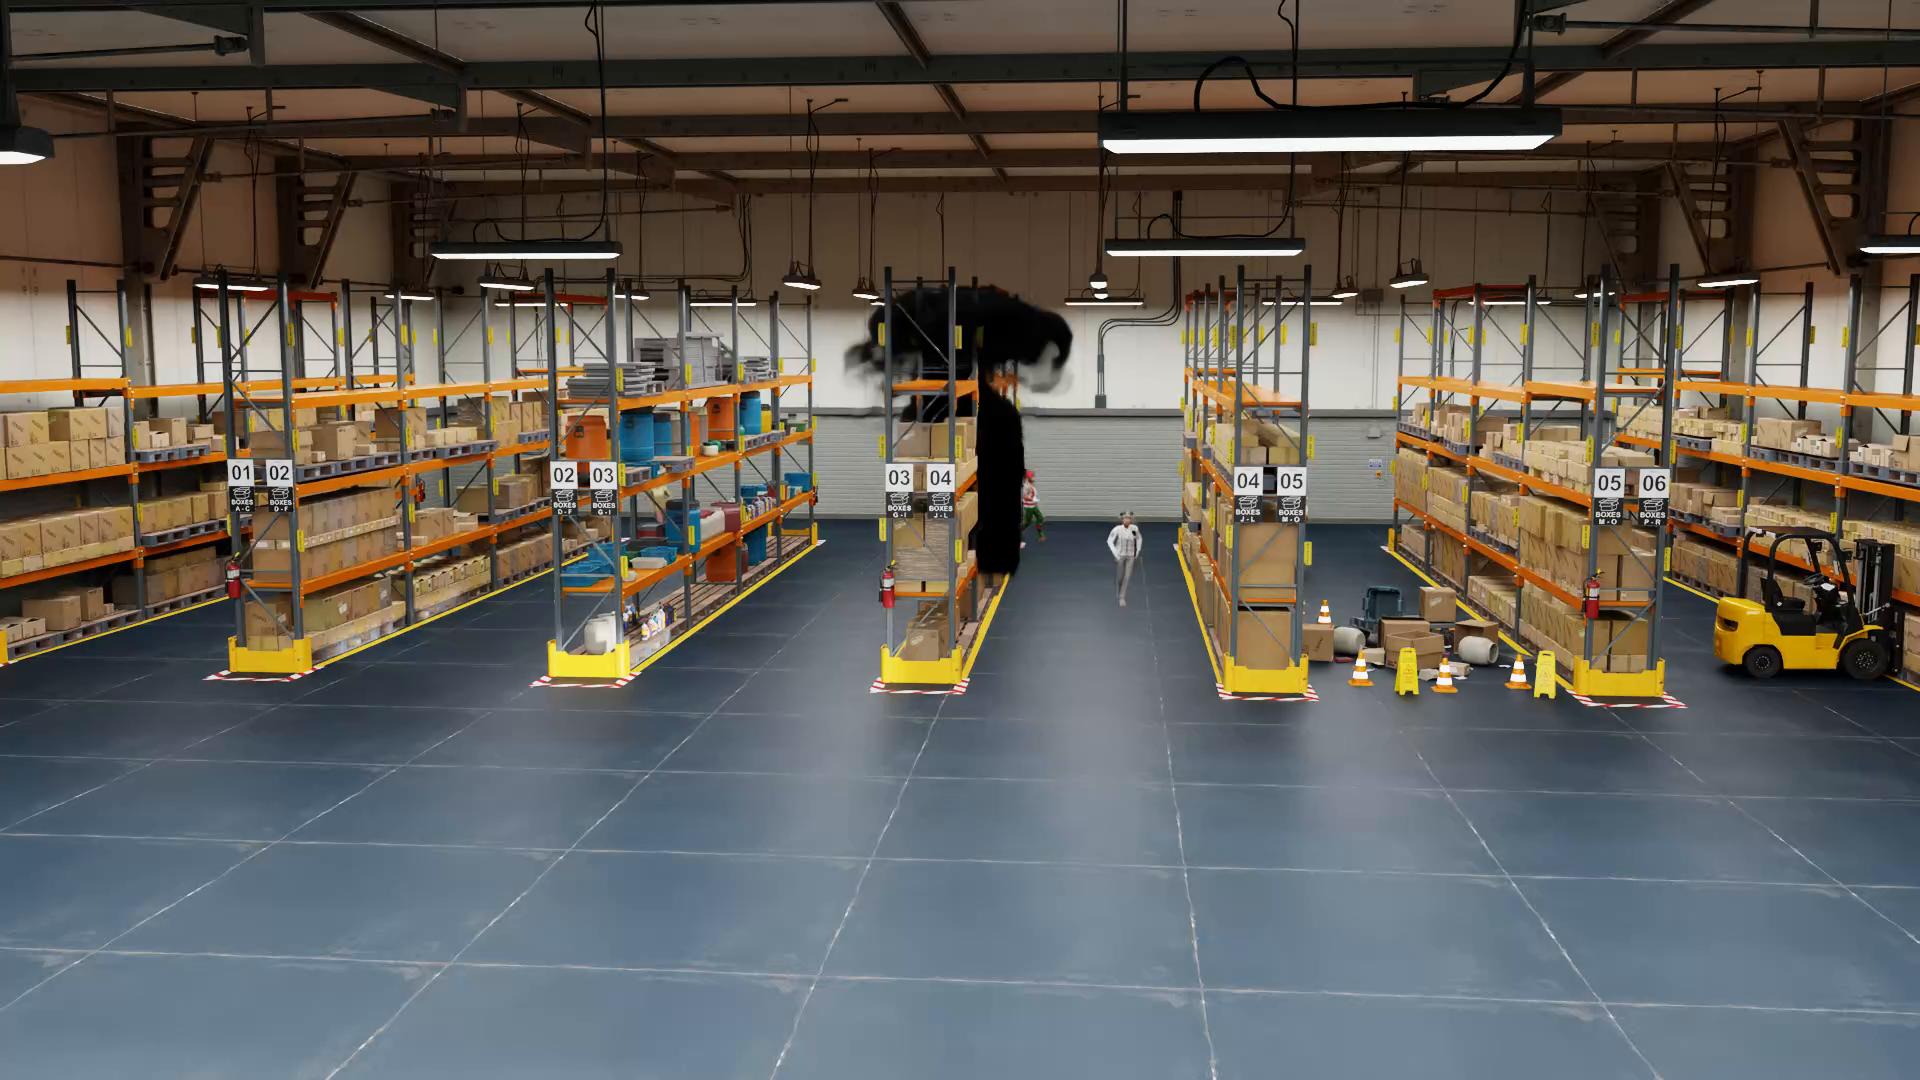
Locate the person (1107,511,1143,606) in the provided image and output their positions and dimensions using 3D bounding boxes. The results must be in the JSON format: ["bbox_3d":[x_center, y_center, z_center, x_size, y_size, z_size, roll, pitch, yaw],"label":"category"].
[{"bbox_3d":[2.949,0.300,29.639,0.644,1.685,0.658,0,7,-4],"label":"person"}]

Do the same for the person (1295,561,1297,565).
[{"bbox_3d":[7.323,-0.275,36.768,0.628,1.635,0.600,1,7,6],"label":"person"}]

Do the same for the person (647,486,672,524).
[{"bbox_3d":[-7.339,-0.734,40.663,0.621,1.625,0.686,-1,7,-8],"label":"person"}]

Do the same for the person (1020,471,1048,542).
[{"bbox_3d":[1.703,-0.816,40.923,0.869,1.778,0.698,3,7,21],"label":"person"}]
